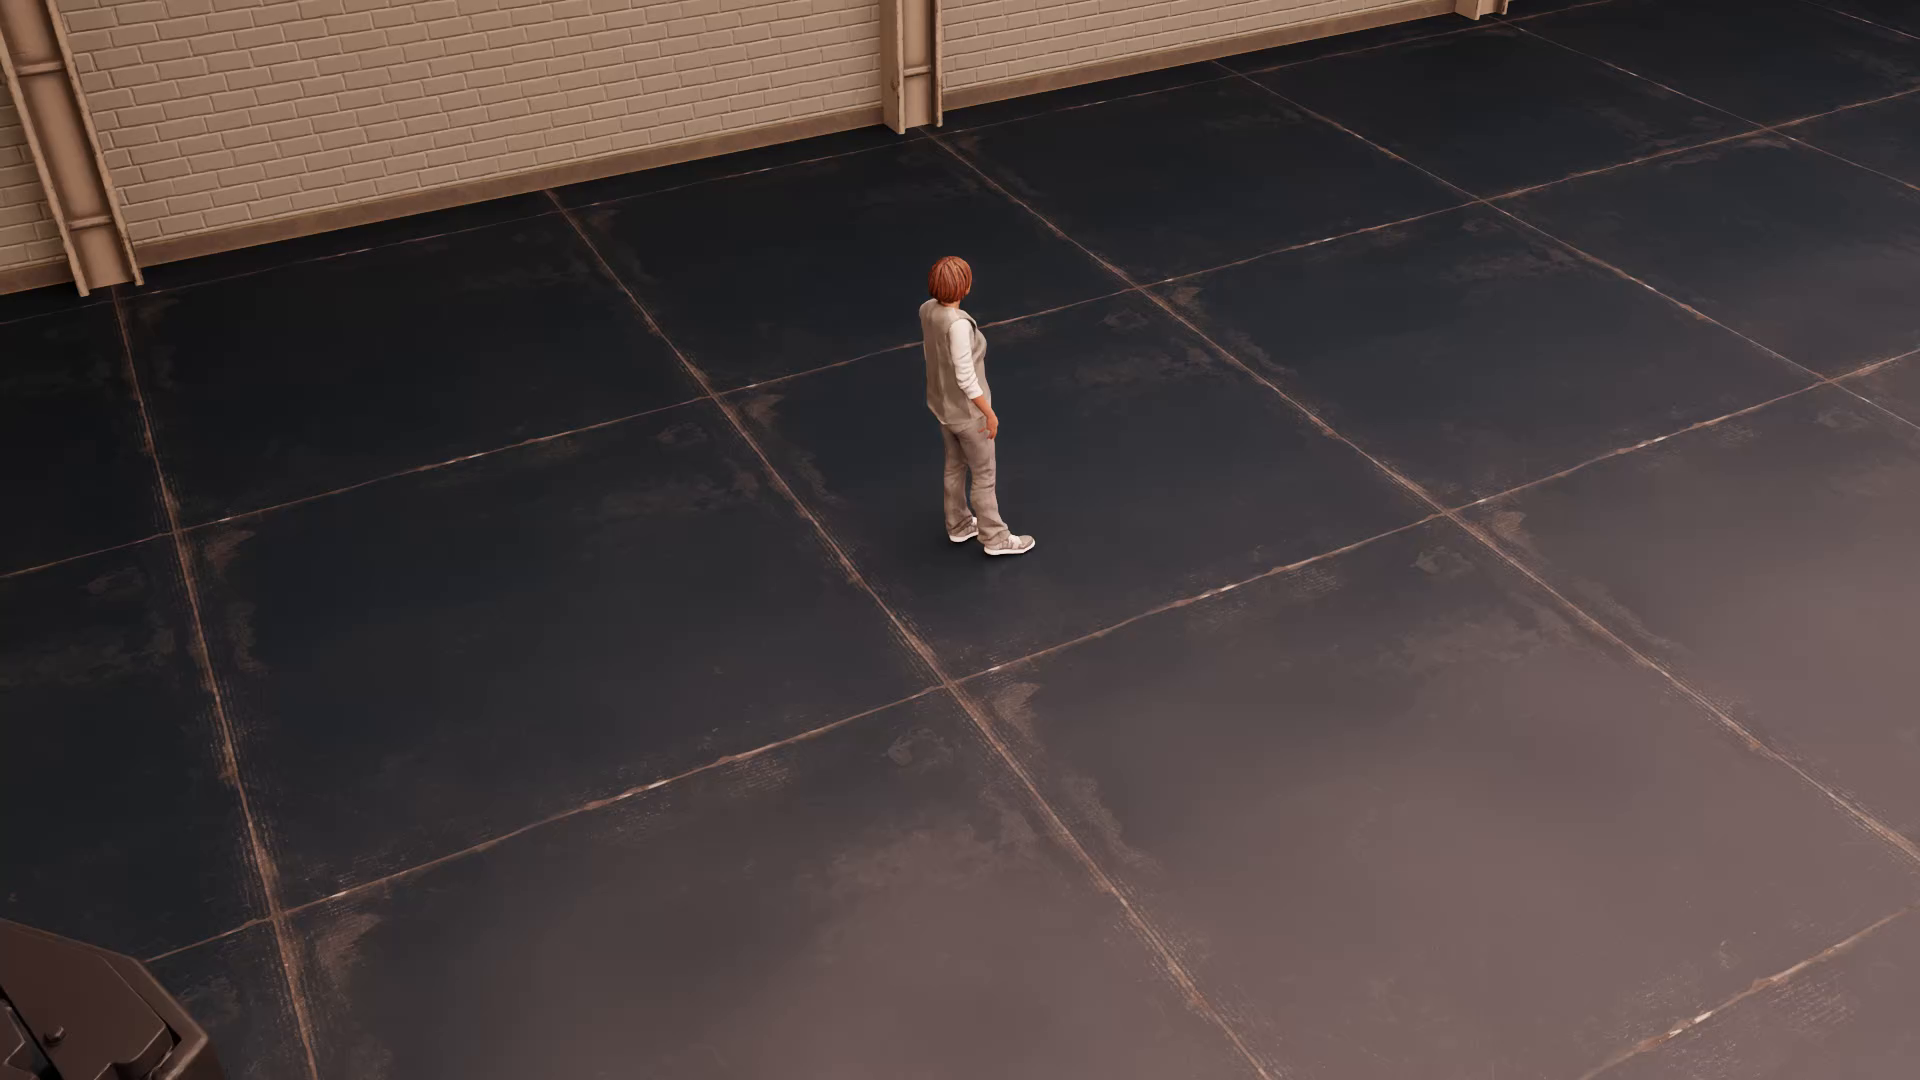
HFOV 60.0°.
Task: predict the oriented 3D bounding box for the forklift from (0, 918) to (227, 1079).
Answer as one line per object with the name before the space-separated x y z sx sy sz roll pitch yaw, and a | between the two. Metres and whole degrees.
forklift | -1.882 2.200 3.010 1.130 2.935 3.031 11 37 15

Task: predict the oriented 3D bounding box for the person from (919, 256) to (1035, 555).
person | 0.072 -0.671 8.215 0.475 1.597 0.520 -17 39 -23
